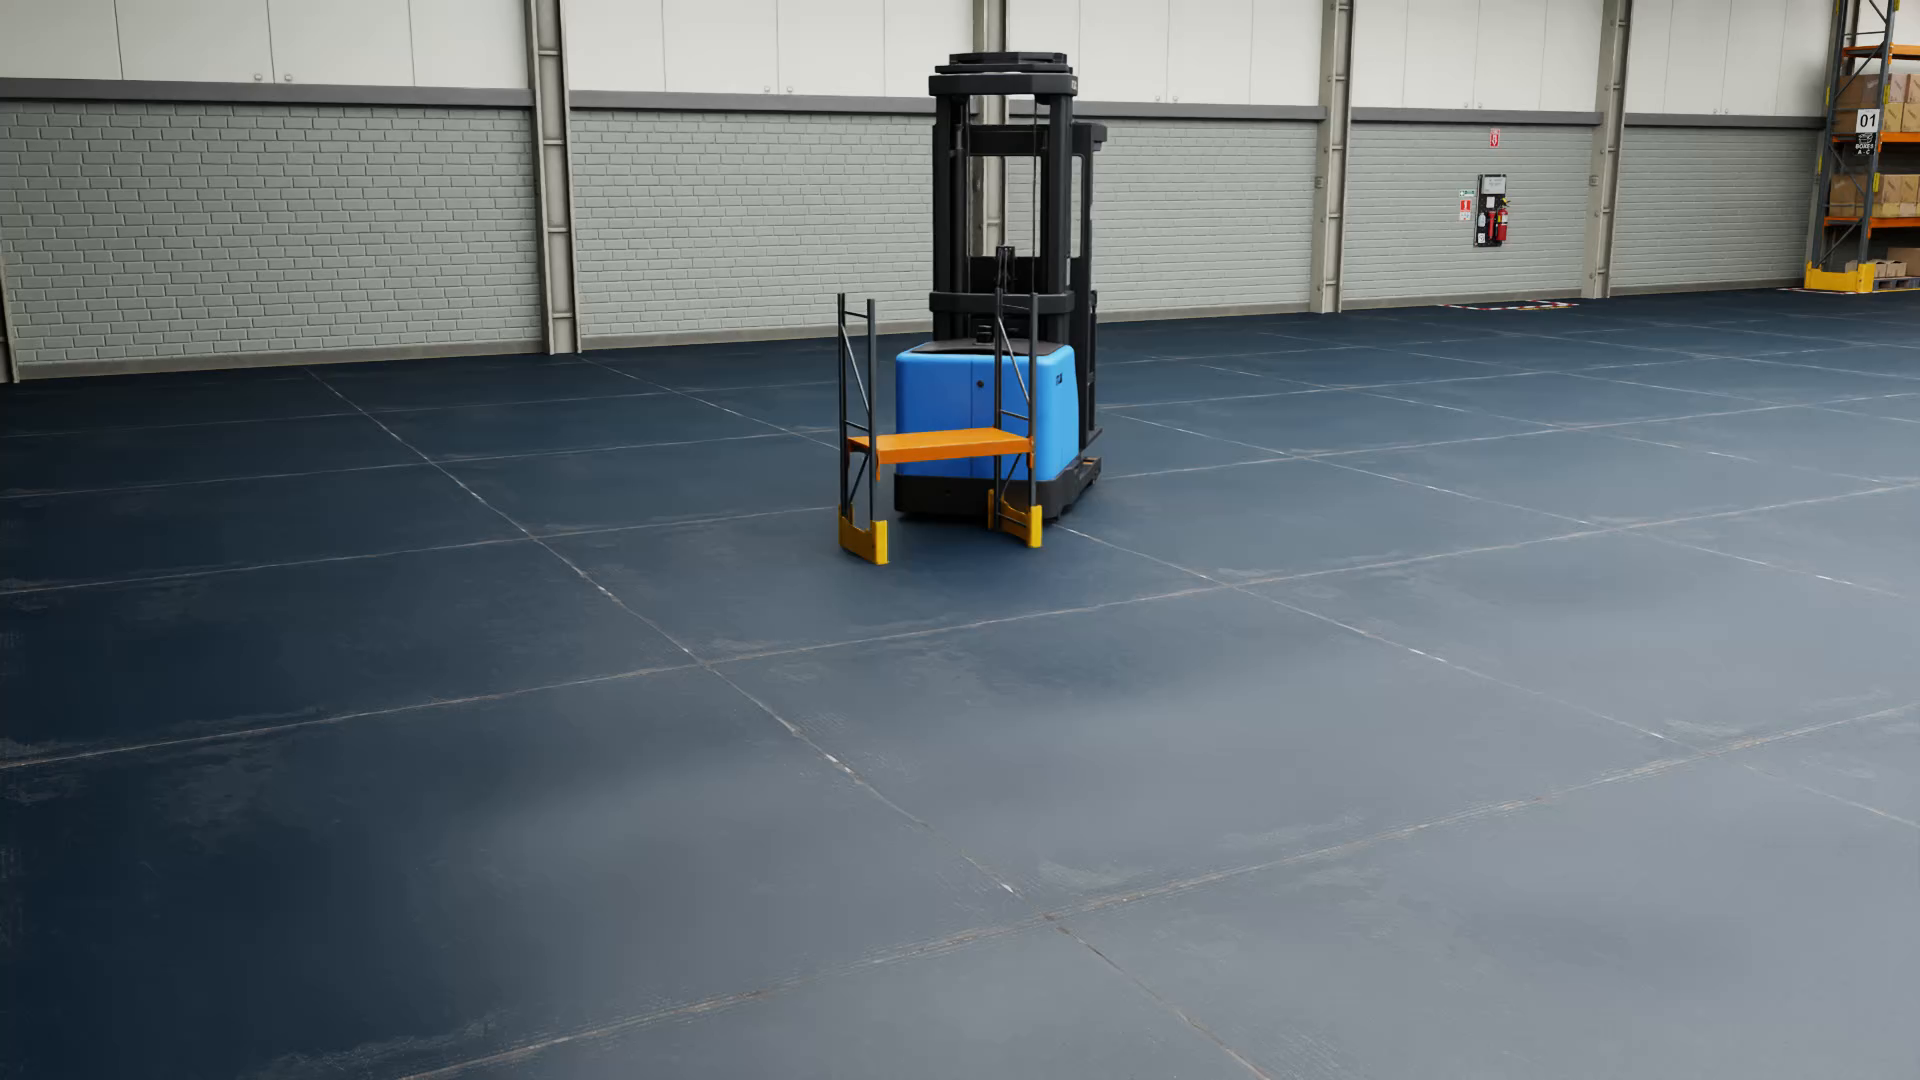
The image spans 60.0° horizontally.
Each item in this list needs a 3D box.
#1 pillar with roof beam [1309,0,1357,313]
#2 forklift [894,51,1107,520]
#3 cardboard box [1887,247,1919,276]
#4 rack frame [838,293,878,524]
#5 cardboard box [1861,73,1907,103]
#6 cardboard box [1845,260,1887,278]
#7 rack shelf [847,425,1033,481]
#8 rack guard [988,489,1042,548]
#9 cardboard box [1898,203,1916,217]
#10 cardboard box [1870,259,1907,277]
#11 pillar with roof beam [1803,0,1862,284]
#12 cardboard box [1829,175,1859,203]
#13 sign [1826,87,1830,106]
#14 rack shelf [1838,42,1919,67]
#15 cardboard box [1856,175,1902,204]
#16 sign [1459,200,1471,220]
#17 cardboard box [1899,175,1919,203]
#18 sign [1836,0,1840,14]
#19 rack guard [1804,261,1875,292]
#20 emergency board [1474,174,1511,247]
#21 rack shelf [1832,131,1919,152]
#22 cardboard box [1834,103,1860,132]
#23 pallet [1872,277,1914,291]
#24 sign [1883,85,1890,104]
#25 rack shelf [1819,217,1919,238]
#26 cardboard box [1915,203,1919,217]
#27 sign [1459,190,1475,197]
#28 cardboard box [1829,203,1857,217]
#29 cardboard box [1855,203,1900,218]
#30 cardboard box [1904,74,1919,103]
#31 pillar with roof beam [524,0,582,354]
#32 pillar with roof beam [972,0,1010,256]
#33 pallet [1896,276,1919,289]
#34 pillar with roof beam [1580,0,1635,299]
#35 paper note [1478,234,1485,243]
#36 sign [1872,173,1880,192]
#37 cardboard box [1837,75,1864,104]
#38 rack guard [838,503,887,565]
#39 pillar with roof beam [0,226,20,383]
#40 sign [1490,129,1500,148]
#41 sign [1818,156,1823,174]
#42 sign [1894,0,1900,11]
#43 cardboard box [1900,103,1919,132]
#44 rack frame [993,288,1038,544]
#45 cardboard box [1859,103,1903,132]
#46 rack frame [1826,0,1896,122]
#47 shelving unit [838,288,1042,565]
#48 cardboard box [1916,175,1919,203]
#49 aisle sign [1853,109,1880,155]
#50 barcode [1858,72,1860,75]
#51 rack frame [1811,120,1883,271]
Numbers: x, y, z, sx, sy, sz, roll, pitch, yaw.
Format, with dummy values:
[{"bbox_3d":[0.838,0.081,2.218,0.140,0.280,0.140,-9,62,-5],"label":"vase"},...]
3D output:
[{"bbox_3d":[7.746,-7.113,21.221,0.400,9.000,9.100,-7,14,-28],"label":"pillar with roof beam"},{"bbox_3d":[0.409,-1.837,11.595,1.130,2.935,3.031,3,13,13],"label":"forklift"},{"bbox_3d":[17.835,-5.216,31.147,0.500,0.500,0.700,-8,15,-31],"label":"cardboard box"},{"bbox_3d":[-0.589,-0.649,9.577,0.032,1.500,0.500,-6,14,-25],"label":"rack frame"},{"bbox_3d":[16.470,-8.042,29.628,0.500,0.500,0.500,-8,15,-32],"label":"cardboard box"},{"bbox_3d":[16.666,-4.996,30.601,0.500,0.311,0.500,-9,15,-34],"label":"cardboard box"},{"bbox_3d":[-0.129,-0.521,9.828,1.000,0.185,0.538,-6,14,-25],"label":"rack shelf"},{"bbox_3d":[0.329,-0.134,10.137,0.087,0.250,0.587,-6,14,-25],"label":"rack guard"},{"bbox_3d":[17.045,-6.022,30.333,0.500,0.250,0.500,-7,15,-30],"label":"cardboard box"},{"bbox_3d":[17.167,-5.056,30.867,0.500,0.311,0.500,-6,14,-23],"label":"cardboard box"},{"bbox_3d":[18.279,-8.376,26.830,0.400,9.000,9.100,-7,14,-28],"label":"pillar with roof beam"},{"bbox_3d":[16.328,-6.431,30.442,0.500,0.500,0.500,-7,14,-28],"label":"cardboard box"},{"bbox_3d":[15.768,-8.043,30.166,0.005,0.325,0.100,-7,14,-28],"label":"sign"},{"bbox_3d":[17.771,-8.823,30.463,4.000,0.370,1.077,-7,14,-28],"label":"rack shelf"},{"bbox_3d":[16.579,-6.333,30.005,0.500,0.500,0.500,-7,14,-28],"label":"cardboard box"},{"bbox_3d":[8.227,-5.374,27.074,0.234,0.329,0.001,-7,14,-28],"label":"sign"},{"bbox_3d":[17.018,-6.383,30.228,0.500,0.500,0.500,-7,14,-28],"label":"cardboard box"},{"bbox_3d":[15.768,-9.607,29.814,0.005,0.325,0.100,-7,14,-28],"label":"sign"},{"bbox_3d":[16.083,-4.827,30.418,0.348,0.500,1.175,-7,14,-28],"label":"rack guard"},{"bbox_3d":[8.762,-5.395,27.248,0.643,1.169,0.194,-7,14,-28],"label":"emergency board"},{"bbox_3d":[17.771,-7.361,30.792,4.000,0.370,1.077,-7,14,-28],"label":"rack shelf"},{"bbox_3d":[16.261,-7.653,30.177,0.500,0.500,0.500,-6,14,-24],"label":"cardboard box"},{"bbox_3d":[16.813,-4.764,30.799,1.213,0.211,1.003,-7,14,-28],"label":"pallet"},{"bbox_3d":[16.276,-7.823,29.218,0.005,0.325,0.100,-7,14,-28],"label":"sign"},{"bbox_3d":[17.771,-5.898,31.122,4.000,0.370,1.077,-7,14,-28],"label":"rack shelf"},{"bbox_3d":[17.495,-6.075,30.566,0.500,0.250,0.500,-7,15,-29],"label":"cardboard box"},{"bbox_3d":[8.236,-5.631,27.011,0.331,0.109,0.001,-7,14,-28],"label":"sign"},{"bbox_3d":[16.333,-6.061,30.506,0.500,0.250,0.500,-7,14,-27],"label":"cardboard box"},{"bbox_3d":[16.596,-5.965,30.078,0.500,0.250,0.500,-7,15,-29],"label":"cardboard box"},{"bbox_3d":[16.935,-8.085,29.819,0.500,0.500,0.500,-7,14,-29],"label":"cardboard box"},{"bbox_3d":[-2.787,-5.851,15.612,0.400,9.000,9.100,-7,14,-28],"label":"pillar with roof beam"},{"bbox_3d":[2.479,-6.482,18.416,0.400,9.000,9.100,-7,14,-28],"label":"pillar with roof beam"},{"bbox_3d":[17.882,-4.892,31.365,1.213,0.211,1.003,-7,14,-28],"label":"pallet"},{"bbox_3d":[13.012,-7.744,24.026,0.400,9.000,9.100,-7,14,-28],"label":"pillar with roof beam"},{"bbox_3d":[8.574,-4.960,27.321,0.142,0.148,0.016,-7,14,-28],"label":"paper note"},{"bbox_3d":[16.276,-6.356,29.548,0.005,0.325,0.100,-7,14,-28],"label":"sign"},{"bbox_3d":[16.269,-8.144,30.081,0.500,0.500,0.500,-6,14,-25],"label":"cardboard box"},{"bbox_3d":[-0.572,-0.041,9.722,0.087,0.250,0.587,-6,14,-25],"label":"rack guard"},{"bbox_3d":[-8.053,-5.220,12.807,0.400,9.000,9.100,-7,14,-28],"label":"pillar with roof beam"},{"bbox_3d":[8.707,-6.544,27.075,0.199,0.298,0.001,-7,14,-28],"label":"sign"},{"bbox_3d":[15.768,-6.866,30.430,0.005,0.325,0.100,-7,14,-28],"label":"sign"},{"bbox_3d":[16.276,-9.355,28.873,0.005,0.325,0.100,-7,14,-28],"label":"sign"},{"bbox_3d":[16.918,-7.597,29.928,0.500,0.500,0.500,-6,14,-24],"label":"cardboard box"},{"bbox_3d":[0.330,-0.744,10.001,0.032,1.500,0.500,-6,14,-25],"label":"rack frame"},{"bbox_3d":[16.429,-7.547,29.707,0.500,0.500,0.500,-6,14,-26],"label":"cardboard box"},{"bbox_3d":[16.016,-8.965,29.449,0.127,3.000,1.000,-7,14,-28],"label":"rack frame"},{"bbox_3d":[-0.121,-0.698,9.793,1.083,1.500,0.587,-6,14,-25],"label":"shelving unit"},{"bbox_3d":[17.474,-6.436,30.464,0.500,0.500,0.500,-7,15,-30],"label":"cardboard box"},{"bbox_3d":[16.096,-7.241,29.532,0.004,0.787,0.394,-7,14,-28],"label":"aisle sign"},{"bbox_3d":[16.400,-8.502,30.352,0.075,0.075,0.001,-7,14,-28],"label":"barcode"},{"bbox_3d":[16.016,-6.038,30.108,0.127,3.000,1.000,-7,14,-28],"label":"rack frame"}]
